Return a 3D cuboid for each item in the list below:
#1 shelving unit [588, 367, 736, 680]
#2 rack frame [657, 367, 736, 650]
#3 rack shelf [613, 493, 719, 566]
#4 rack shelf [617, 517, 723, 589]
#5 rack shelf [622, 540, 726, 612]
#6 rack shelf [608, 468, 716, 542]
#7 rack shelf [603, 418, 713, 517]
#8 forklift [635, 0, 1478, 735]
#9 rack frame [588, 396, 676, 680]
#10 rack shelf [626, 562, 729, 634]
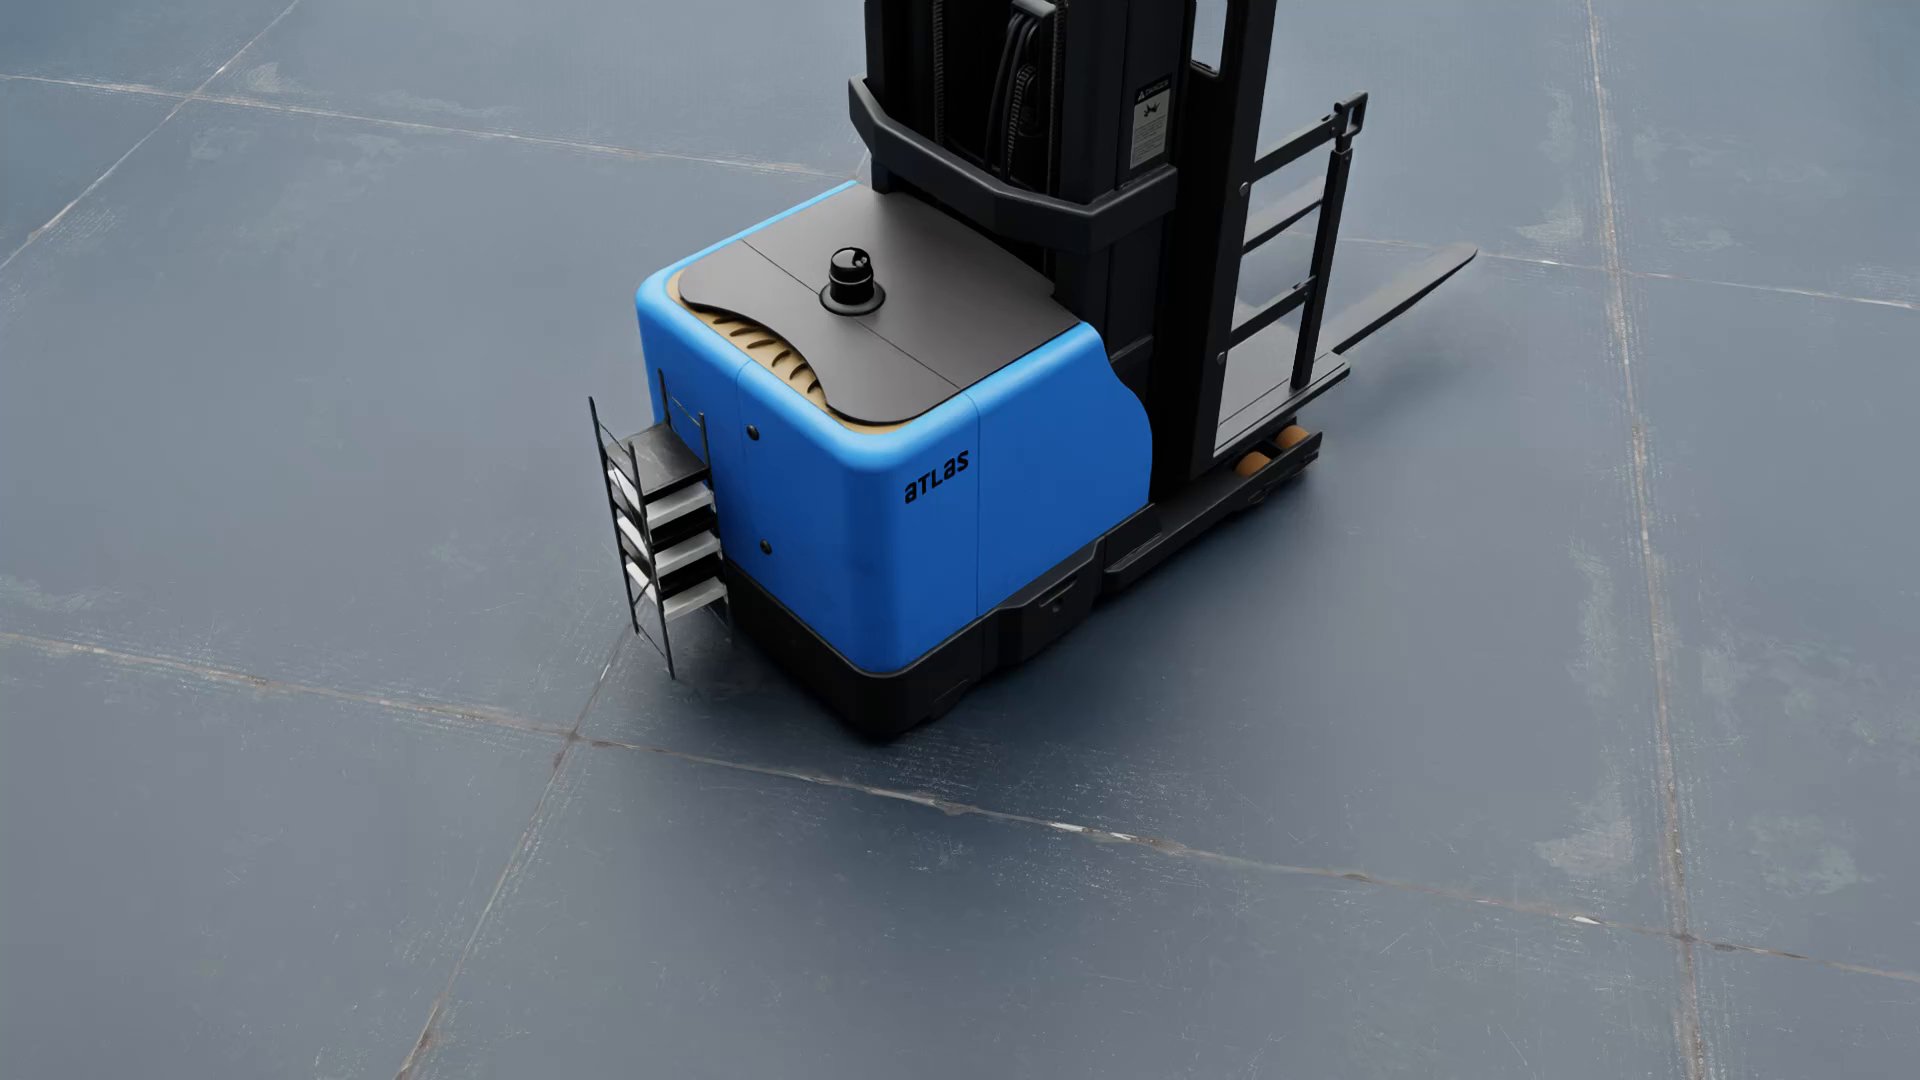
[{"bbox_3d":[-0.816,-0.026,4.628,0.210,0.900,0.258,-27,50,-25],"label":"shelving unit"},{"bbox_3d":[-0.734,-0.067,4.671,0.006,0.900,0.240,-27,50,-25],"label":"rack frame"},{"bbox_3d":[-0.816,-0.067,4.589,0.200,0.077,0.258,-27,50,-25],"label":"rack shelf"},{"bbox_3d":[-0.816,-0.002,4.651,0.200,0.077,0.258,-27,50,-25],"label":"rack shelf"},{"bbox_3d":[-0.816,0.063,4.714,0.200,0.077,0.258,-27,50,-25],"label":"rack shelf"},{"bbox_3d":[-0.816,-0.132,4.526,0.200,0.077,0.258,-27,50,-25],"label":"rack shelf"},{"bbox_3d":[-0.816,-0.197,4.464,0.200,0.077,0.258,-27,50,-25],"label":"rack shelf"},{"bbox_3d":[0.542,-1.414,4.606,3.031,2.935,1.130,-33,53,-29],"label":"forklift"},{"bbox_3d":[-0.899,0.015,4.585,0.006,0.900,0.240,-27,50,-25],"label":"rack frame"},{"bbox_3d":[-0.816,0.128,4.776,0.200,0.077,0.258,-27,50,-25],"label":"rack shelf"}]
